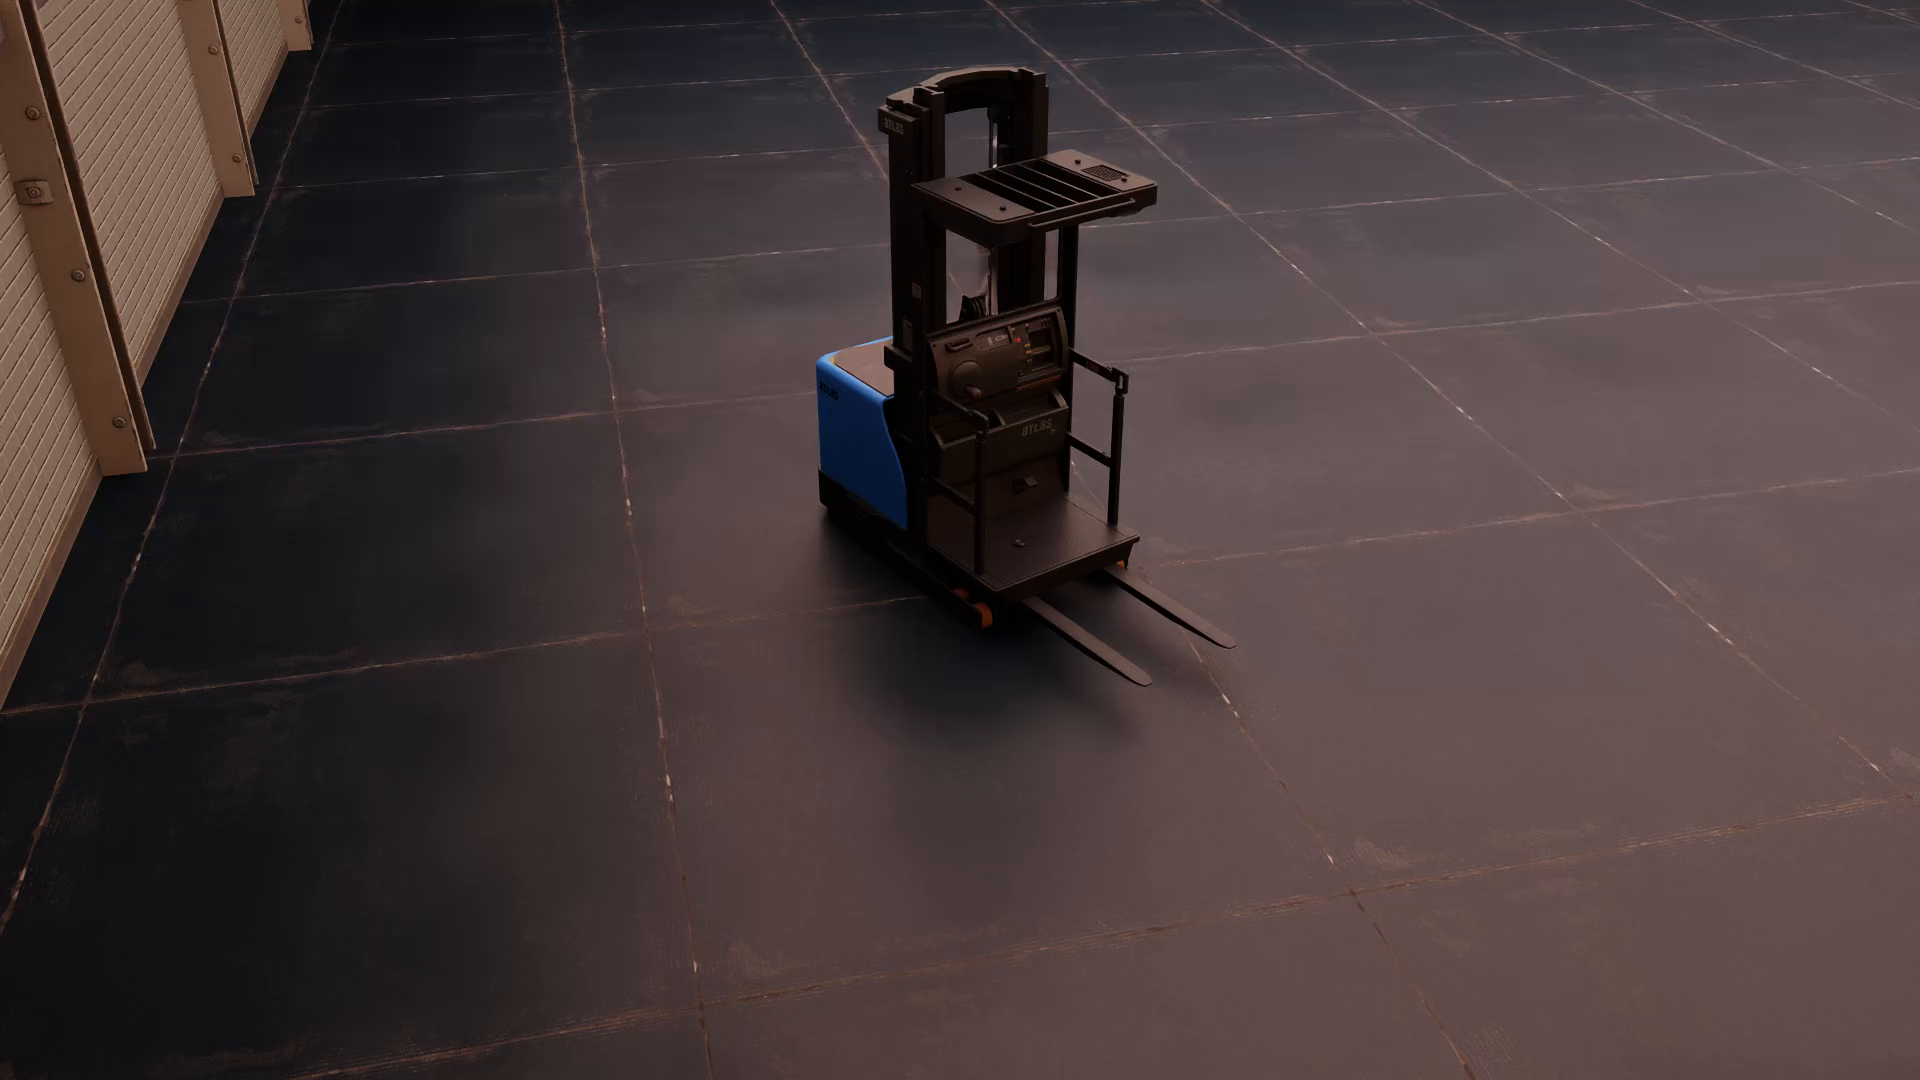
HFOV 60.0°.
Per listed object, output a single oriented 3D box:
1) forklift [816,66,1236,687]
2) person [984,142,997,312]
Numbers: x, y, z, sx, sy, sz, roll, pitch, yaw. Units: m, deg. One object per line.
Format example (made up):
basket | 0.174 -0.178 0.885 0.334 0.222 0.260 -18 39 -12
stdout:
forklift | 0.355 -1.021 9.338 1.130 2.935 3.031 -20 35 -30
person | 0.427 -2.379 12.951 0.487 1.692 0.390 8 31 14
